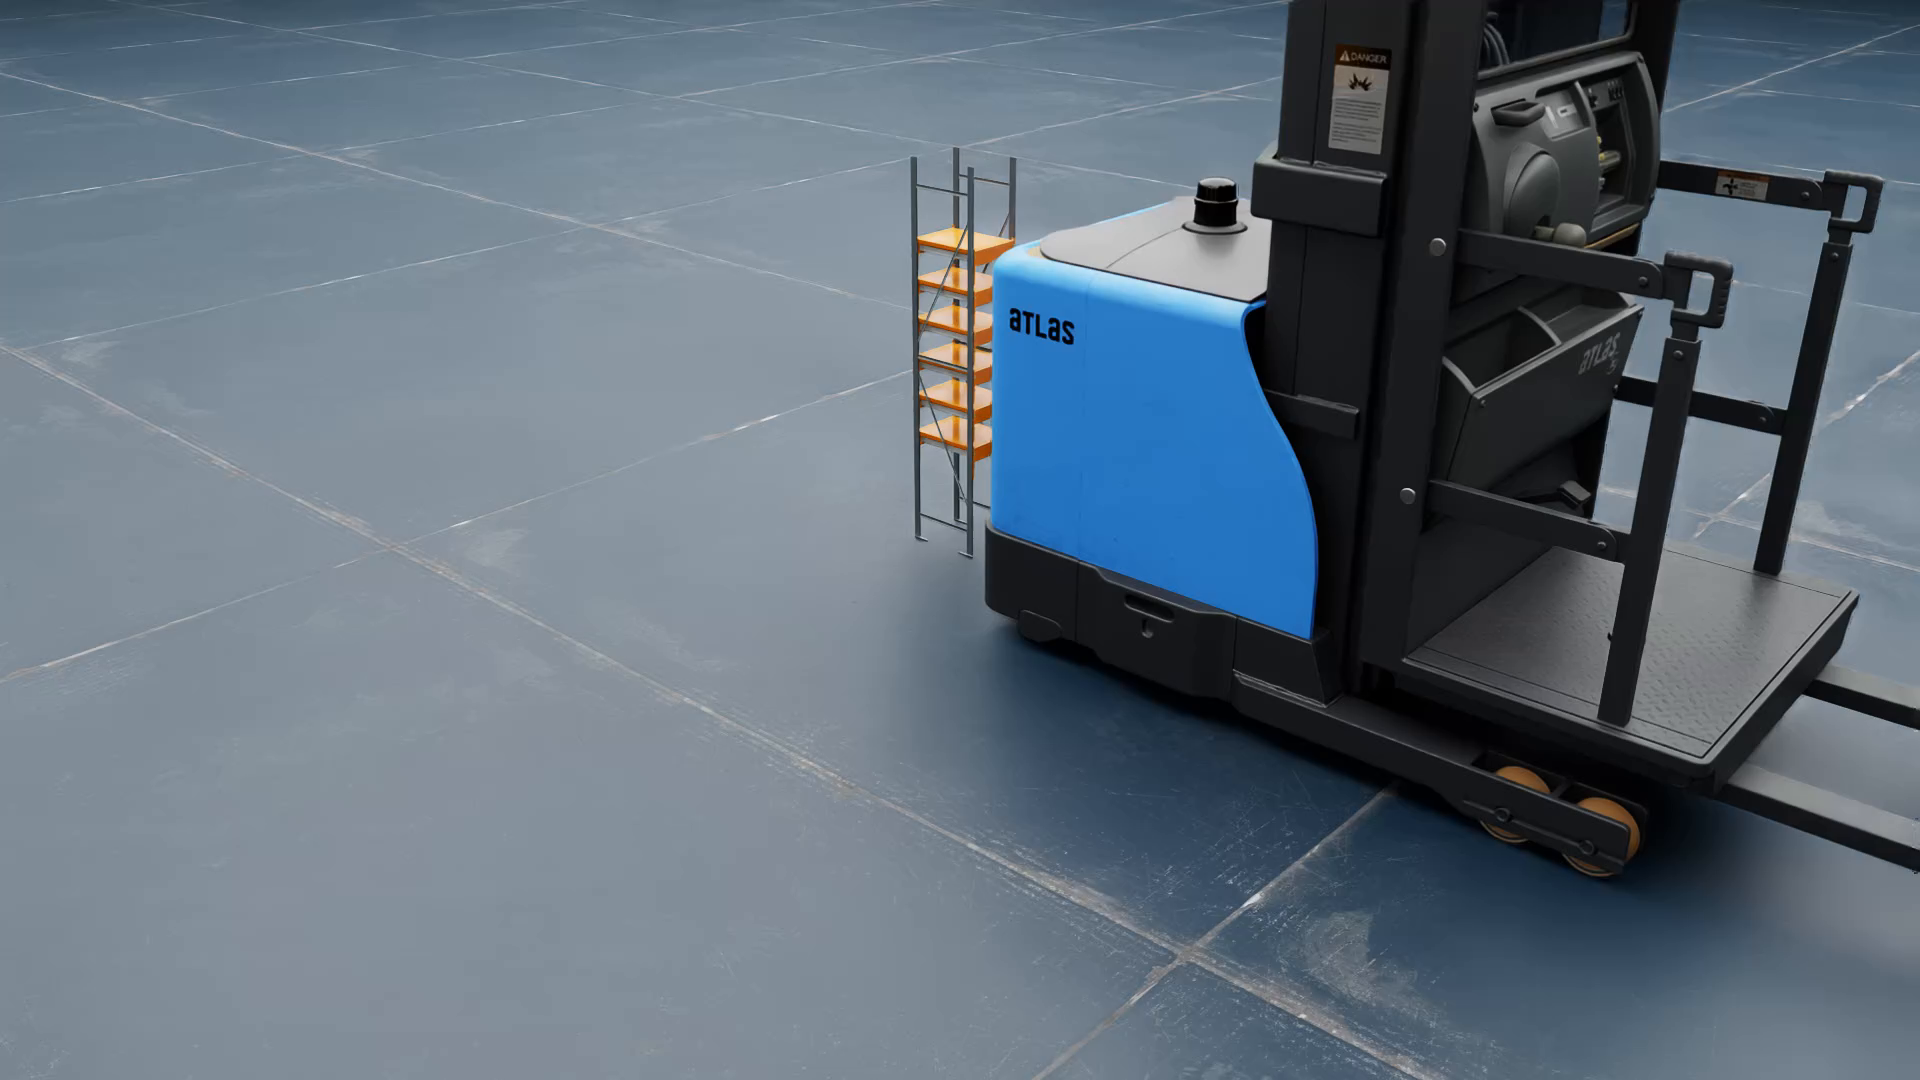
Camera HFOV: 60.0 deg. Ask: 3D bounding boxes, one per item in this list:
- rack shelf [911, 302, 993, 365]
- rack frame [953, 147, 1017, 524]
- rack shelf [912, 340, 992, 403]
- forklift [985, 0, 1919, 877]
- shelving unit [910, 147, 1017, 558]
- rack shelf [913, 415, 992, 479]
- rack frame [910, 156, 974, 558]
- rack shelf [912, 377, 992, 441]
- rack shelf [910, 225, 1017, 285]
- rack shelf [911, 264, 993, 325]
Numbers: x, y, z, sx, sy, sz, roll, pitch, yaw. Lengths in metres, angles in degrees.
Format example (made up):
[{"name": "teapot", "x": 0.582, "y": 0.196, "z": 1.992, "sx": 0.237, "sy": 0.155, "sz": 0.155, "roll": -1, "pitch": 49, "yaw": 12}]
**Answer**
[{"name": "rack shelf", "x": 0.010, "y": -0.621, "z": 4.983, "sx": 0.258, "sy": 0.103, "sz": 0.180, "roll": 20, "pitch": 31, "yaw": 38}, {"name": "rack frame", "x": 0.071, "y": -0.580, "z": 5.077, "sx": 0.240, "sy": 1.200, "sz": 0.006, "roll": 20, "pitch": 31, "yaw": 38}, {"name": "rack shelf", "x": 0.010, "y": -0.511, "z": 5.033, "sx": 0.258, "sy": 0.103, "sz": 0.180, "roll": 20, "pitch": 31, "yaw": 38}, {"name": "forklift", "x": 1.509, "y": -0.849, "z": 3.562, "sx": 3.031, "sy": 2.935, "sz": 1.130, "roll": 20, "pitch": 31, "yaw": 37}, {"name": "shelving unit", "x": 0.010, "y": -0.552, "z": 5.014, "sx": 0.258, "sy": 1.200, "sz": 0.189, "roll": 20, "pitch": 31, "yaw": 38}, {"name": "rack shelf", "x": 0.010, "y": -0.292, "z": 5.131, "sx": 0.258, "sy": 0.103, "sz": 0.180, "roll": 20, "pitch": 31, "yaw": 38}, {"name": "rack frame", "x": -0.051, "y": -0.524, "z": 4.952, "sx": 0.240, "sy": 1.200, "sz": 0.006, "roll": 20, "pitch": 31, "yaw": 38}, {"name": "rack shelf", "x": 0.010, "y": -0.402, "z": 5.082, "sx": 0.258, "sy": 0.103, "sz": 0.180, "roll": 20, "pitch": 31, "yaw": 38}, {"name": "rack shelf", "x": 0.010, "y": -0.840, "z": 4.885, "sx": 0.258, "sy": 0.103, "sz": 0.180, "roll": 20, "pitch": 31, "yaw": 38}, {"name": "rack shelf", "x": 0.010, "y": -0.730, "z": 4.934, "sx": 0.258, "sy": 0.103, "sz": 0.180, "roll": 20, "pitch": 31, "yaw": 38}]
